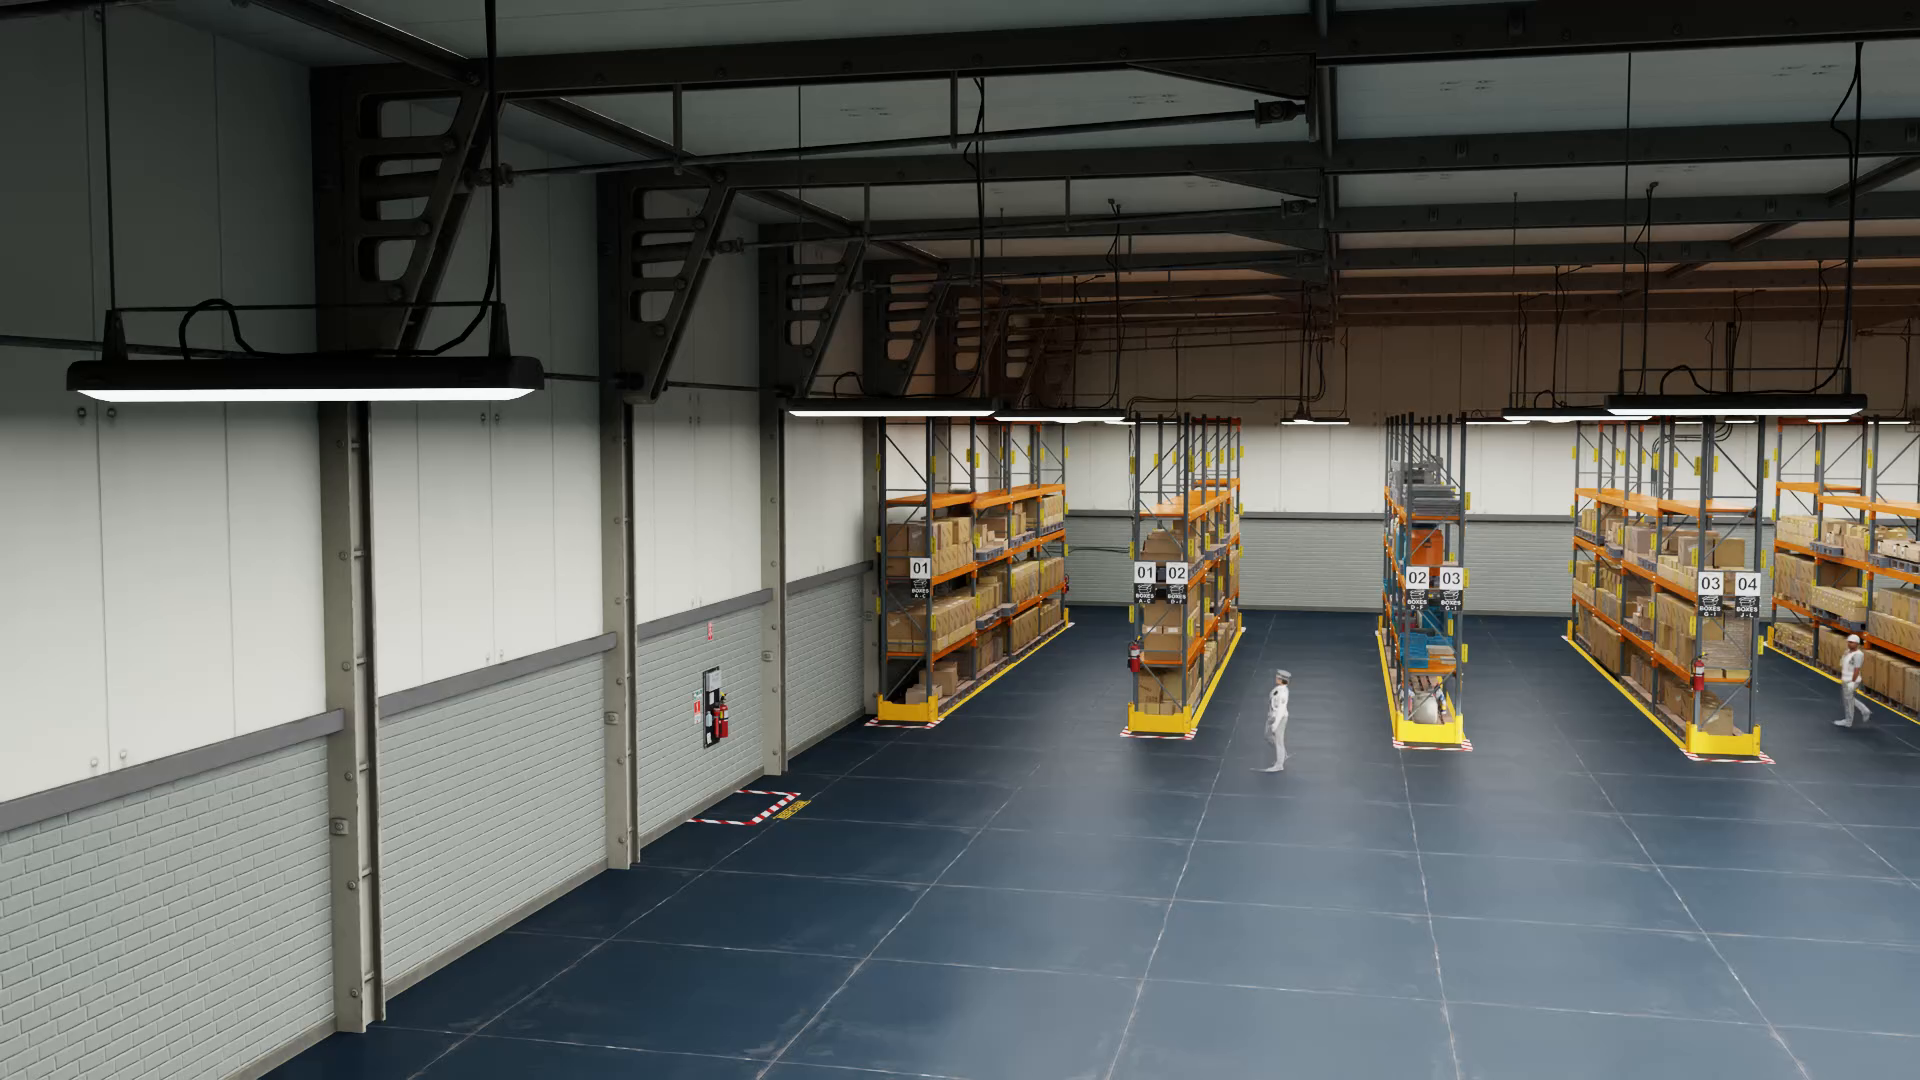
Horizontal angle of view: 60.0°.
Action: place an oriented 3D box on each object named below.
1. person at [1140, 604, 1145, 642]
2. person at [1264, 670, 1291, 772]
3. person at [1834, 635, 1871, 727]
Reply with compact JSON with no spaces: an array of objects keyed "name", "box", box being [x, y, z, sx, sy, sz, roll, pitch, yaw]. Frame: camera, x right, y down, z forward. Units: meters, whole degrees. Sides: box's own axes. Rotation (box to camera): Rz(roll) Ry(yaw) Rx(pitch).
[{"name":"person","box":[4.993,1.830,44.311,0.392,1.767,0.650,1,4,14]},{"name":"person","box":[5.306,2.995,27.792,0.472,1.683,0.569,-1,4,-11]},{"name":"person","box":[17.010,2.684,31.677,0.614,1.782,0.566,3,5,33]}]
